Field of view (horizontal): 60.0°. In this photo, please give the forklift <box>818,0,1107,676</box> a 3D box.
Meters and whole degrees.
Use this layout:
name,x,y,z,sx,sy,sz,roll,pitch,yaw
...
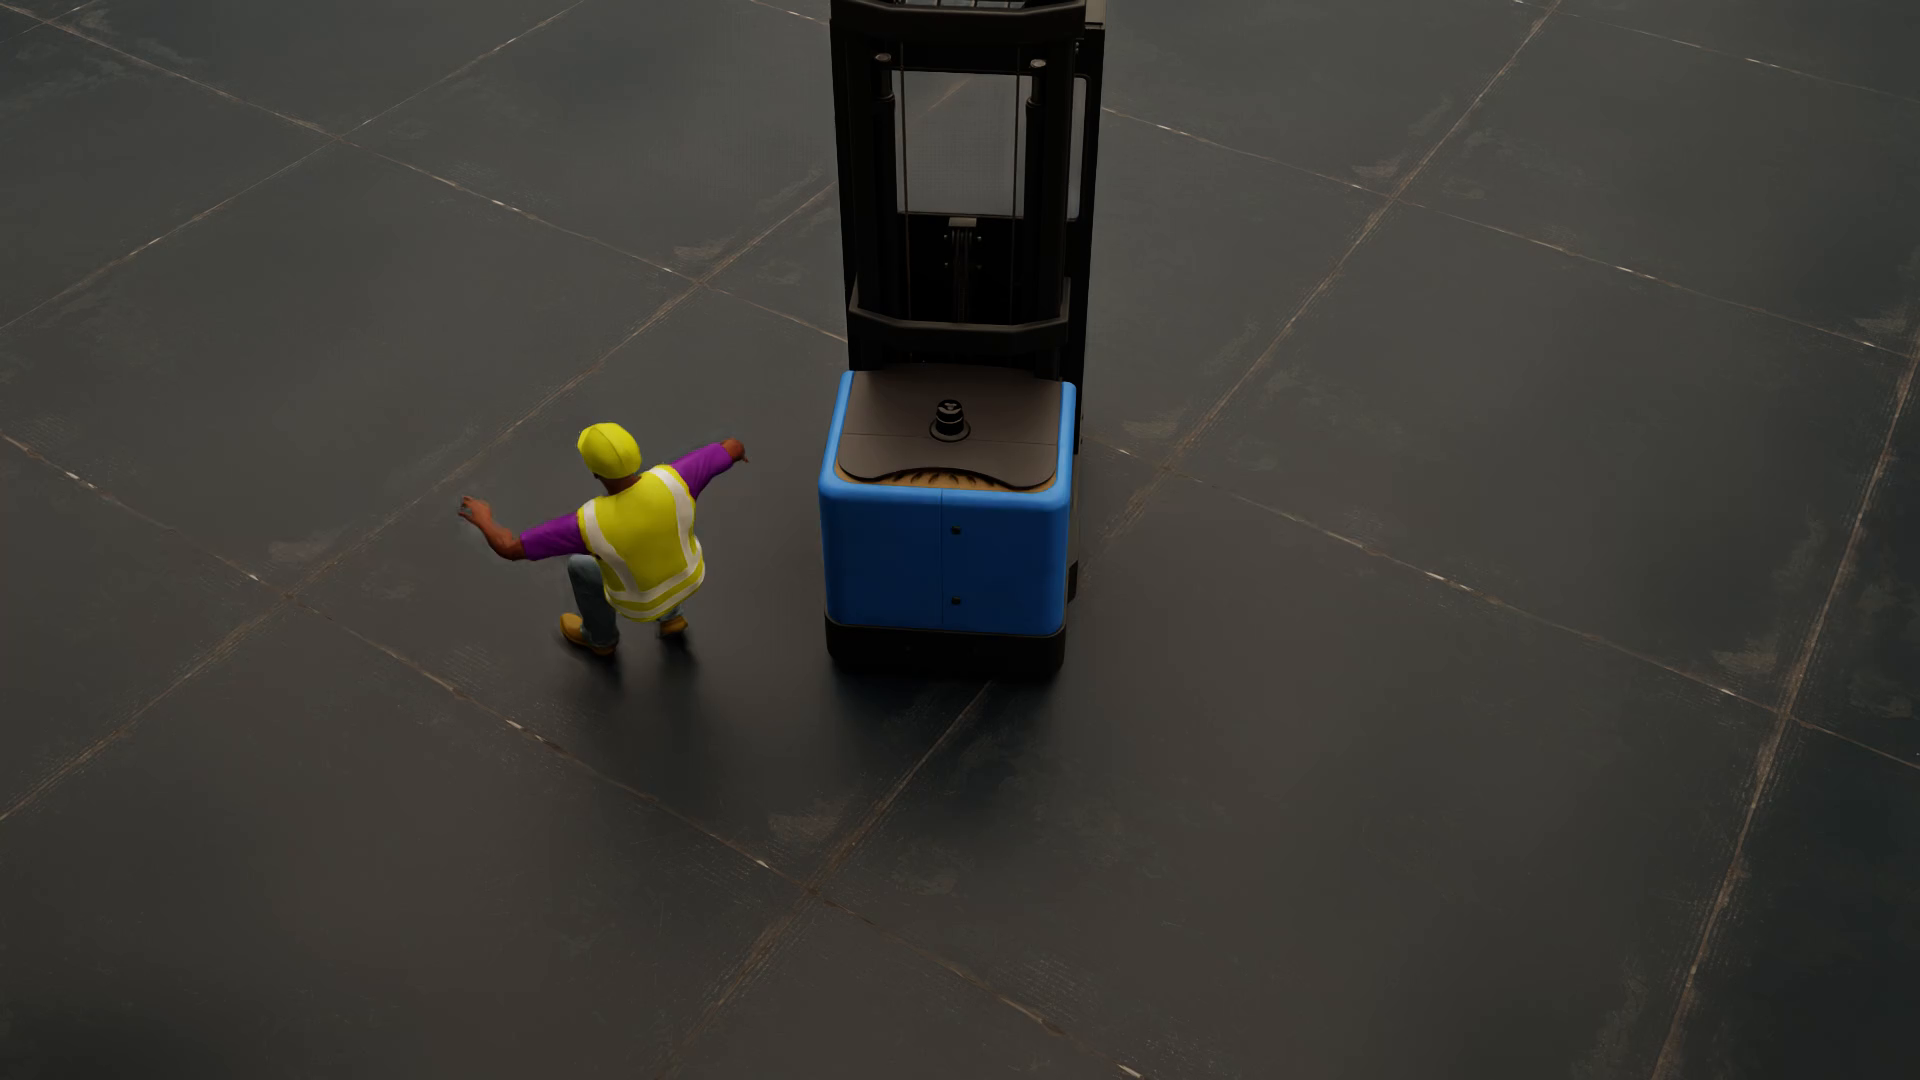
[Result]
name,x,y,z,sx,sy,sz,roll,pitch,yaw
forklift,0.051,-1.482,7.412,1.130,2.935,3.031,3,44,3

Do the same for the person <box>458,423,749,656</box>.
name,x,y,z,sx,sy,sz,roll,pitch,yaw
person,-1.382,-0.025,6.908,1.140,1.522,0.847,-30,51,-28
